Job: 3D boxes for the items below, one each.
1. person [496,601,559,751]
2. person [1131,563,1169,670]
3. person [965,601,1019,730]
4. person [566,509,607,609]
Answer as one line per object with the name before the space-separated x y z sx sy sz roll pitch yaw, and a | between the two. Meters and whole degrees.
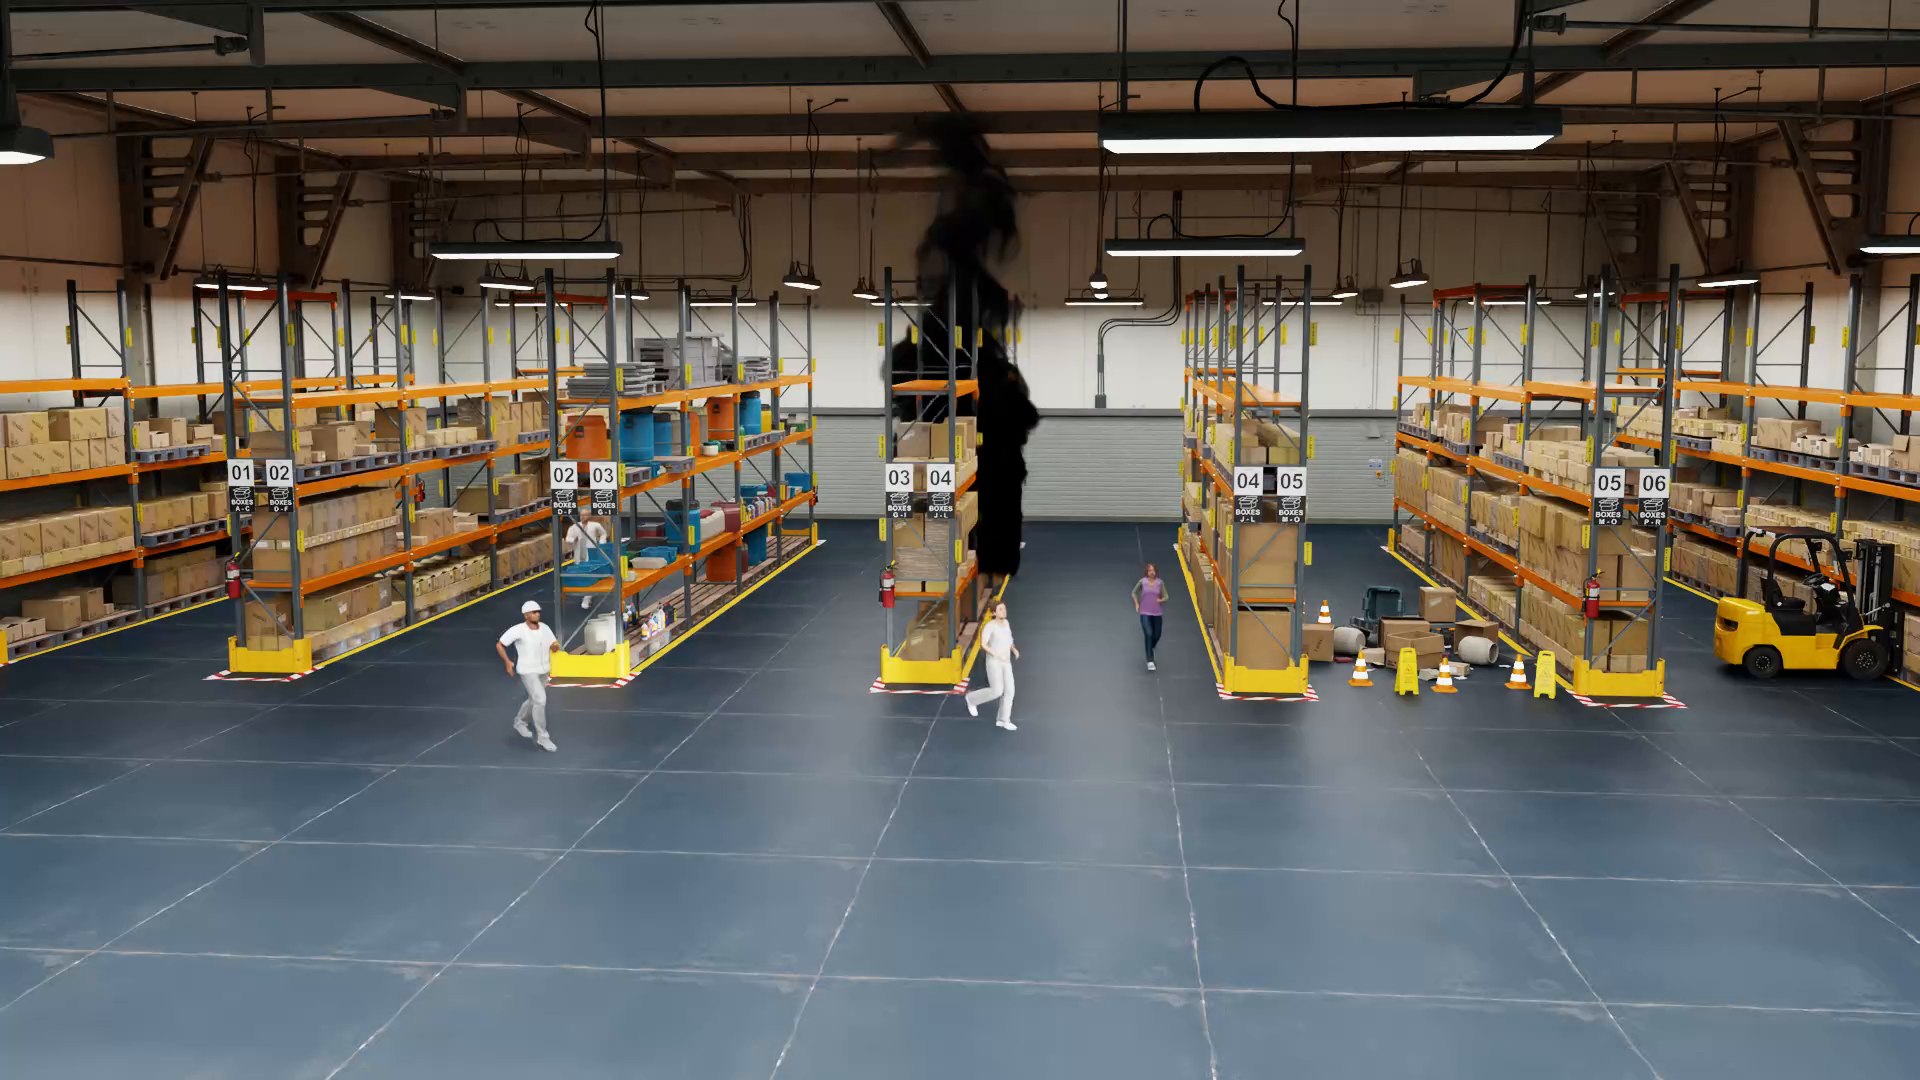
person | -5.230 1.636 20.402 0.880 1.797 0.686 4 8 31
person | 2.898 1.143 25.332 0.545 1.561 0.864 0 7 -3
person | 0.457 1.595 21.519 0.757 1.656 0.573 6 9 42
person | -7.009 0.351 31.142 0.692 1.687 1.004 0 7 4
